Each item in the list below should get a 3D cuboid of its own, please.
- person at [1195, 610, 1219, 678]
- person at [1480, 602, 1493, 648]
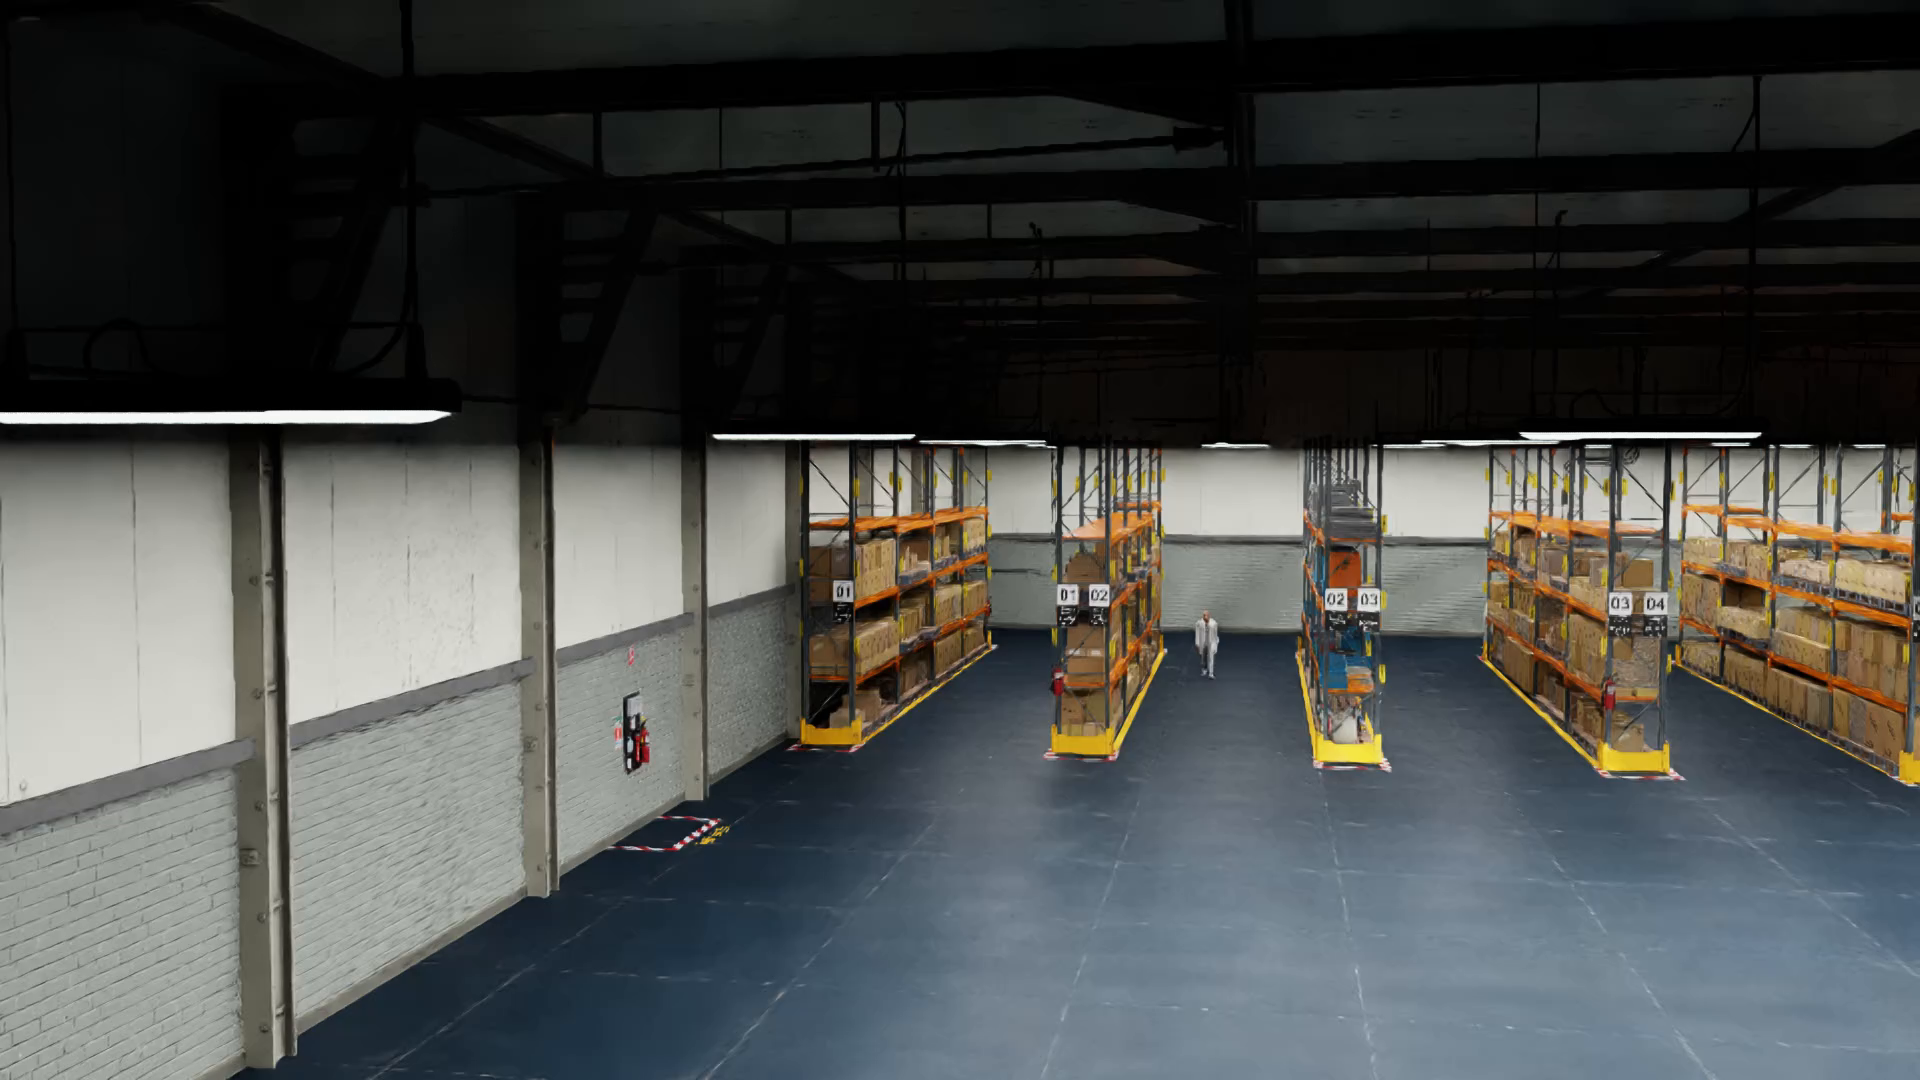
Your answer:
[{"bbox_3d":[6.201,2.594,41.821,0.598,1.698,1.194,1,3,13],"label":"person"},{"bbox_3d":[15.361,2.321,47.959,0.523,1.615,0.943,2,4,32],"label":"person"}]
